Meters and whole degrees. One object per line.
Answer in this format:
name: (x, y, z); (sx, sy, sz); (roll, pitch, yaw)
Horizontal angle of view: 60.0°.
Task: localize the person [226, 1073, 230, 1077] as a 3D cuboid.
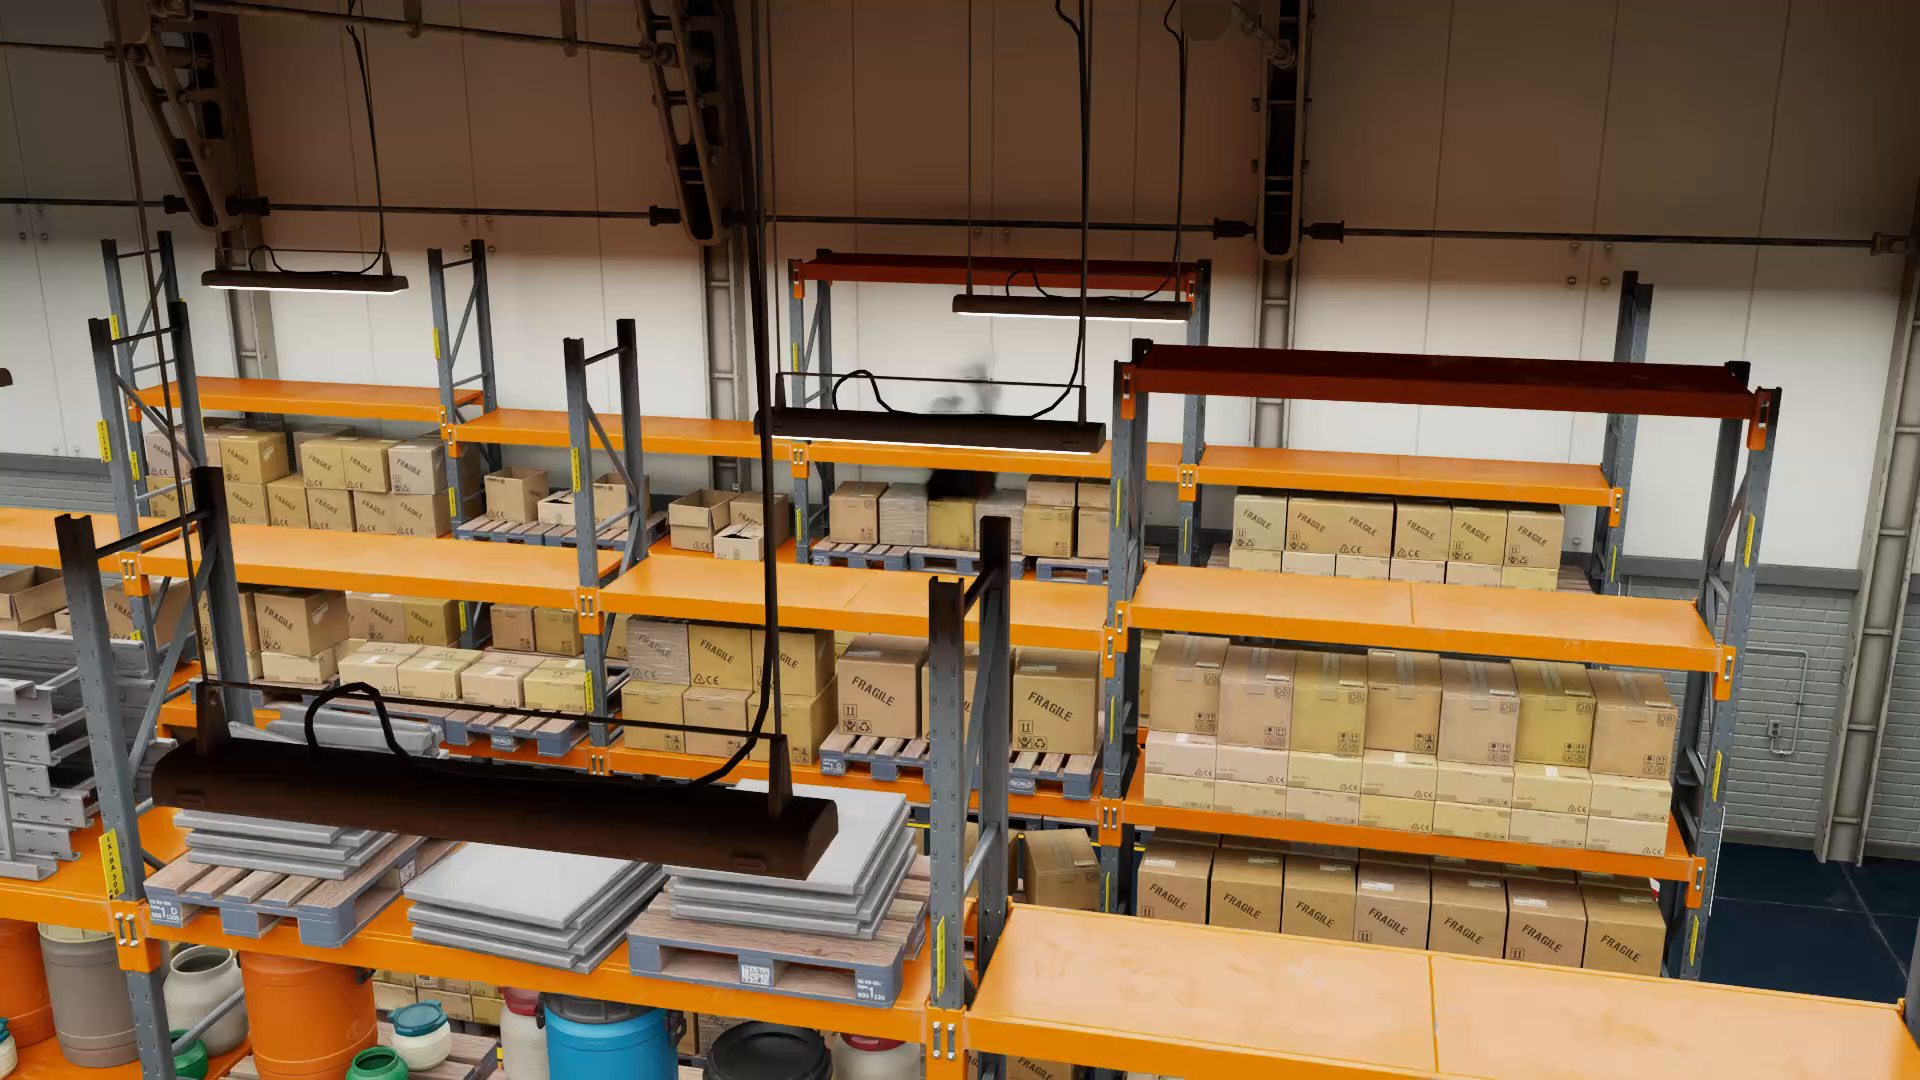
person: (-4.807, 3.985, 11.715); (0.896, 1.764, 0.588); (1, 16, 4)
